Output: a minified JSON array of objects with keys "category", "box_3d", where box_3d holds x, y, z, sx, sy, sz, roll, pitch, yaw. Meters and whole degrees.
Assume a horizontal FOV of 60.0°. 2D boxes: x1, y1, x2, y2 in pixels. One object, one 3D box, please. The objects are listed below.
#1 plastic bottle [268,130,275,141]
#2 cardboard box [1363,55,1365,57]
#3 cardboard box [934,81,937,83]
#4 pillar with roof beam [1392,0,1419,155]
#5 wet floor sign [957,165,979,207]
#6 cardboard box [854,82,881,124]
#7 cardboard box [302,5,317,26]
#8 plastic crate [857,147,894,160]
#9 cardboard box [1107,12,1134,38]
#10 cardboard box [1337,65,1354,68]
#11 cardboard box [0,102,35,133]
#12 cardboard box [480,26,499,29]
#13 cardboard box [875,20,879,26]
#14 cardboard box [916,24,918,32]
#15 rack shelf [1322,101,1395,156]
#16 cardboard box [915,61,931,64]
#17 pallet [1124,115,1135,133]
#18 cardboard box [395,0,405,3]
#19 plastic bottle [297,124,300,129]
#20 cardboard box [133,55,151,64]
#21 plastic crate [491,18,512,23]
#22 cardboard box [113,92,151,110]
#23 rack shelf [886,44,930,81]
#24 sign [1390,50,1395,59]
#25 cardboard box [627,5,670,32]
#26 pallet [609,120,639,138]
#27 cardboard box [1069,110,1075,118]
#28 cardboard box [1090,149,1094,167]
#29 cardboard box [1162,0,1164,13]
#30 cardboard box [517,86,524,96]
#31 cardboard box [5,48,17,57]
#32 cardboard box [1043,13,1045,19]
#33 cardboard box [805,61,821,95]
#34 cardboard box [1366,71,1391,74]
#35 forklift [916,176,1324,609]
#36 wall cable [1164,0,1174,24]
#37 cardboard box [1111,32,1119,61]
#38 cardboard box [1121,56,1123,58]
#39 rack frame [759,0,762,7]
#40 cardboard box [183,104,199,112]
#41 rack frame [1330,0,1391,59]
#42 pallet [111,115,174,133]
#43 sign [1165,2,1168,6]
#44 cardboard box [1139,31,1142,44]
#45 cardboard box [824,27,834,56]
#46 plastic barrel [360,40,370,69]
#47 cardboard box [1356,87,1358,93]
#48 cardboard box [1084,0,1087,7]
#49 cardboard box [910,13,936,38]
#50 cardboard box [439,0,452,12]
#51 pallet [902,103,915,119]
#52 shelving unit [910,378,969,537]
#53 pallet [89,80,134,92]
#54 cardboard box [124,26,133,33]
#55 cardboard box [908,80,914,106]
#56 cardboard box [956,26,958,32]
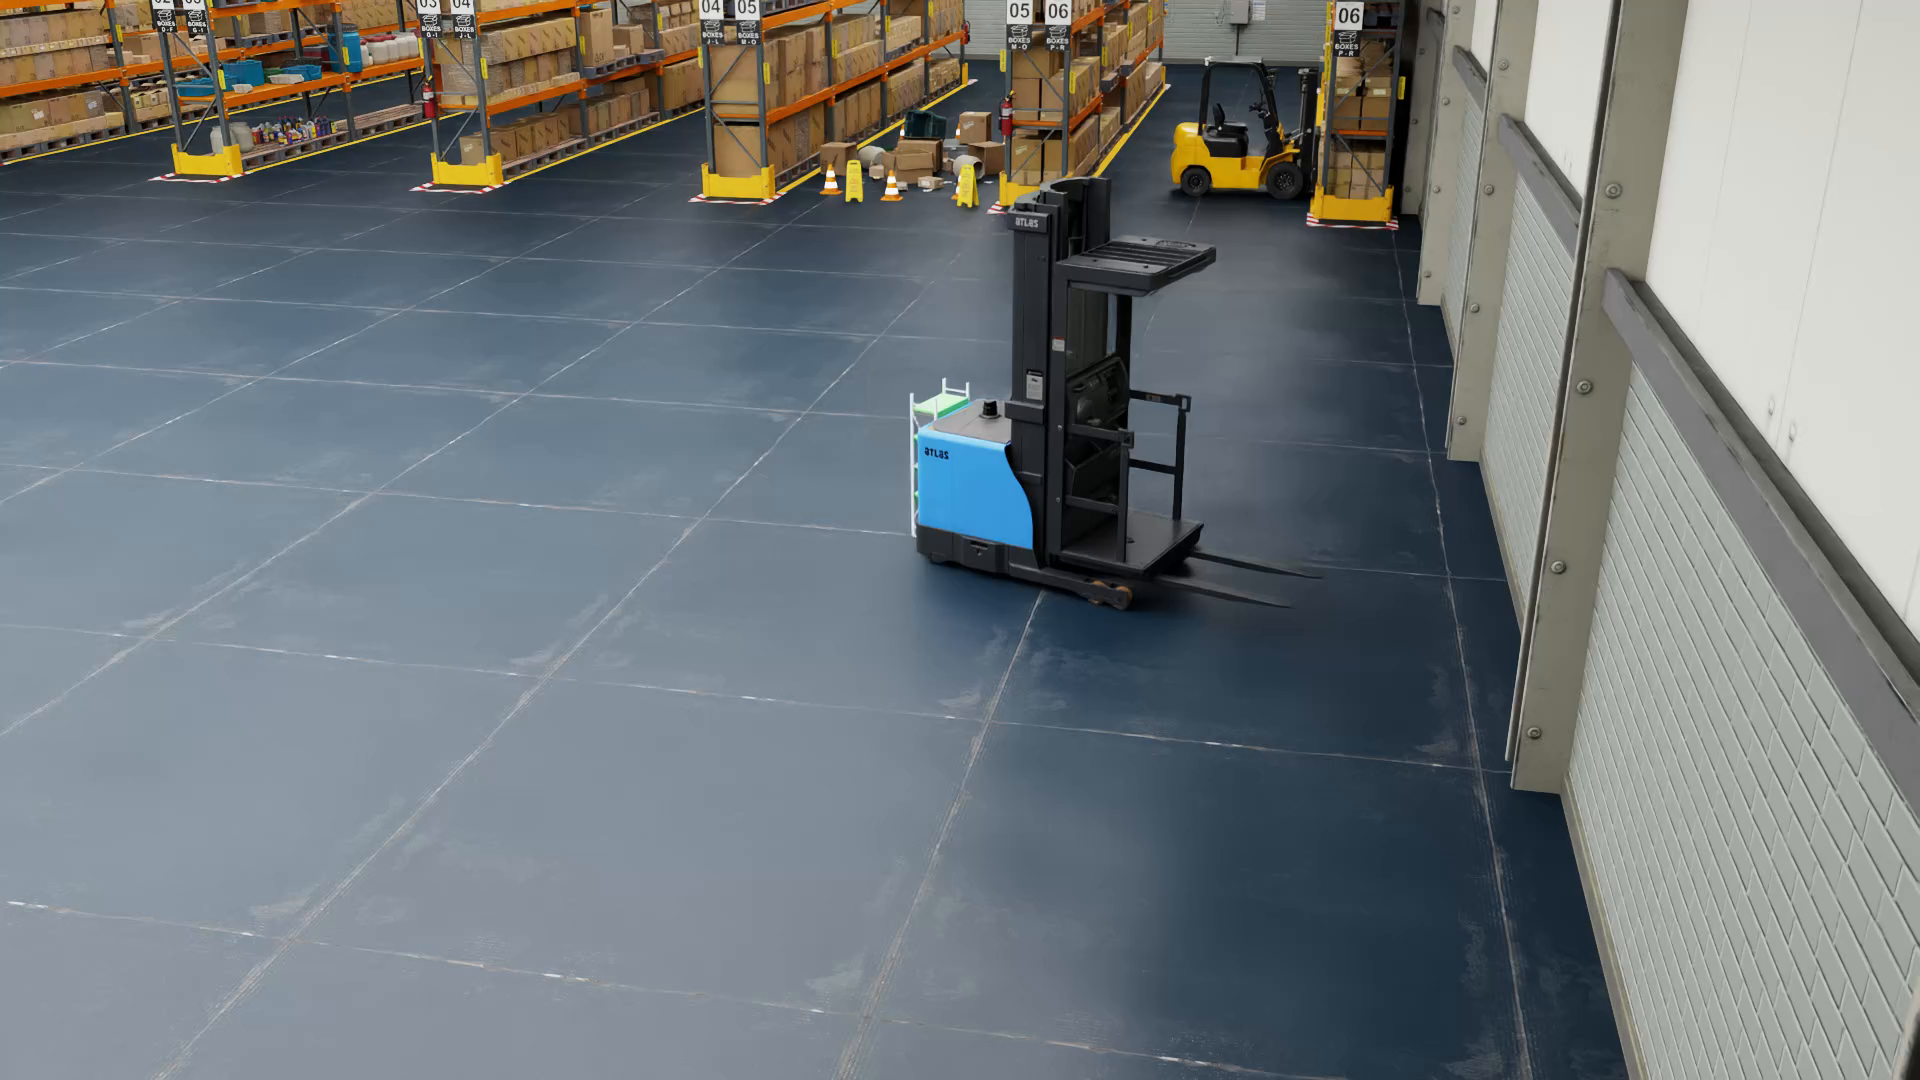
[{"category":"plastic bottle","box_3d":[-13.125,-7.718,31.690,0.097,0.201,0.097,0,22,0]},{"category":"cardboard box","box_3d":[7.331,-8.496,29.463,0.380,0.149,0.250,4,22,11]},{"category":"cardboard box","box_3d":[-0.756,-10.764,39.351,0.380,0.149,0.250,4,22,10]},{"category":"pillar with roof beam","box_3d":[4.110,-11.880,30.836,9.100,9.000,0.400,4,22,11]},{"category":"wet floor sign","box_3d":[0.129,-5.686,26.637,0.267,0.644,0.232,13,25,29]},{"category":"cardboard box","box_3d":[-2.231,-8.967,34.083,1.050,0.750,0.750,4,22,10]},{"category":"cardboard box","box_3d":[-16.050,-12.751,40.334,0.700,0.500,0.500,-3,22,-7]},{"category":"plastic crate","box_3d":[-1.588,-7.128,30.754,0.450,0.188,0.662,7,21,42]},{"category":"cardboard box","box_3d":[3.280,-10.545,34.081,0.500,0.500,0.500,5,22,11]},{"category":"cardboard box","box_3d":[6.105,-7.495,26.579,0.380,0.149,0.250,5,22,12]},{"category":"cardboard box","box_3d":[-17.756,-7.907,31.116,0.500,0.500,0.500,4,22,11]},{"category":"cardboard box","box_3d":[-8.415,-8.755,29.237,0.500,0.500,0.500,4,22,11]},{"category":"cardboard box","box_3d":[-1.996,-11.267,36.322,0.380,0.149,0.250,5,23,13]},{"category":"cardboard box","box_3d":[-1.143,-11.454,37.184,0.380,0.149,0.250,5,22,11]},{"category":"rack shelf","box_3d":[6.484,-6.786,27.182,1.077,0.370,4.000,4,22,11]},{"category":"cardboard box","box_3d":[-0.910,-11.651,40.755,0.380,0.149,0.250,3,22,8]},{"category":"pallet","box_3d":[3.083,-8.680,34.655,1.003,0.211,1.213,4,22,11]},{"category":"cardboard box","box_3d":[-14.842,-14.271,43.330,0.500,0.500,0.500,5,22,12]},{"category":"plastic bottle","box_3d":[-12.614,-7.808,31.804,0.061,0.283,0.133,4,22,11]},{"category":"cardboard box","box_3d":[-16.986,-9.932,34.367,0.380,0.149,0.250,4,22,11]},{"category":"plastic crate","box_3d":[-11.125,-12.504,40.358,0.392,0.384,0.575,4,22,11]},{"category":"cardboard box","box_3d":[-17.039,-9.052,34.213,0.500,0.311,0.500,5,22,11]},{"category":"rack shelf","box_3d":[-1.610,-10.429,36.228,1.077,0.370,4.000,4,22,11]},{"category":"sign","box_3d":[7.435,-8.248,28.584,0.100,0.325,0.005,4,22,11]},{"category":"cardboard box","box_3d":[-6.688,-11.225,35.763,0.797,0.503,0.637,5,23,13]},{"category":"pallet","box_3d":[-7.265,-8.423,34.015,1.003,0.211,1.213,4,22,11]},{"category":"cardboard box","box_3d":[1.659,-6.942,26.941,0.380,0.149,0.250,4,22,9]},{"category":"cardboard box","box_3d":[2.075,-6.716,29.162,0.500,0.250,0.500,4,22,9]},{"category":"cardboard box","box_3d":[4.615,-12.933,40.008,0.500,0.500,0.500,5,23,13]},{"category":"cardboard box","box_3d":[-7.946,-7.948,29.440,0.380,0.149,0.250,4,22,11]},{"category":"cardboard box","box_3d":[-17.735,-9.032,30.793,0.380,0.149,0.250,4,22,10]},{"category":"cardboard box","box_3d":[1.238,-8.468,26.715,0.380,0.149,0.250,5,22,11]},{"category":"cardboard box","box_3d":[-2.988,-8.300,29.776,0.875,0.550,0.550,4,22,11]},{"category":"cardboard box","box_3d":[6.480,-7.171,25.774,0.380,0.149,0.250,5,22,12]},{"category":"forklift","box_3d":[1.190,-1.080,12.142,3.031,2.935,1.130,13,25,28]},{"category":"wall cable","box_3d":[5.608,-15.167,45.626,0.585,1.953,0.123,4,22,11]},{"category":"cardboard box","box_3d":[2.718,-9.309,31.388,0.500,0.500,0.500,4,22,9]},{"category":"cardboard box","box_3d":[2.961,-9.341,32.337,0.380,0.149,0.250,3,22,8]},{"category":"rack frame","box_3d":[-3.651,-9.889,25.892,1.000,3.000,0.127,4,22,11]},{"category":"cardboard box","box_3d":[-16.729,-9.351,35.705,0.500,0.250,0.500,5,22,12]},{"category":"rack frame","box_3d":[6.892,-7.851,28.864,1.000,3.000,0.127,4,22,11]},{"category":"pallet","box_3d":[-17.255,-8.719,34.751,1.003,0.211,1.213,4,22,11]},{"category":"sign","box_3d":[5.573,-14.832,45.836,0.327,0.218,0.001,4,22,11]},{"category":"cardboard box","box_3d":[3.618,-10.764,35.626,0.500,0.250,0.500,5,22,12]},{"category":"cardboard box","box_3d":[-2.739,-9.261,30.891,0.700,0.500,0.500,4,22,10]},{"category":"plastic barrel","box_3d":[-12.108,-9.758,33.415,0.433,0.535,0.433,0,22,0]},{"category":"cardboard box","box_3d":[6.008,-7.070,25.921,0.380,0.149,0.250,5,22,12]},{"category":"cardboard box","box_3d":[1.773,-8.763,26.915,0.500,0.250,0.500,5,22,12]},{"category":"cardboard box","box_3d":[-0.855,-11.841,38.237,0.500,0.500,0.500,4,22,10]},{"category":"cardboard box","box_3d":[-8.636,-9.039,27.997,0.500,0.250,0.500,5,22,12]},{"category":"pallet","box_3d":[-1.606,-9.469,36.612,1.003,0.211,1.213,4,22,11]},{"category":"shelving unit","box_3d":[-0.157,-0.646,13.381,0.258,1.200,0.503,13,25,28]},{"category":"pallet","box_3d":[-20.915,-11.014,40.448,1.003,0.211,1.213,4,22,11]},{"category":"cardboard box","box_3d":[-20.498,-12.503,40.724,0.380,0.149,0.250,4,22,11]},{"category":"cardboard box","box_3d":[-1.321,-9.865,36.648,0.500,0.500,0.500,4,22,10]},{"category":"cardboard box","box_3d":[-0.263,-12.612,41.021,0.380,0.149,0.250,4,22,11]}]
